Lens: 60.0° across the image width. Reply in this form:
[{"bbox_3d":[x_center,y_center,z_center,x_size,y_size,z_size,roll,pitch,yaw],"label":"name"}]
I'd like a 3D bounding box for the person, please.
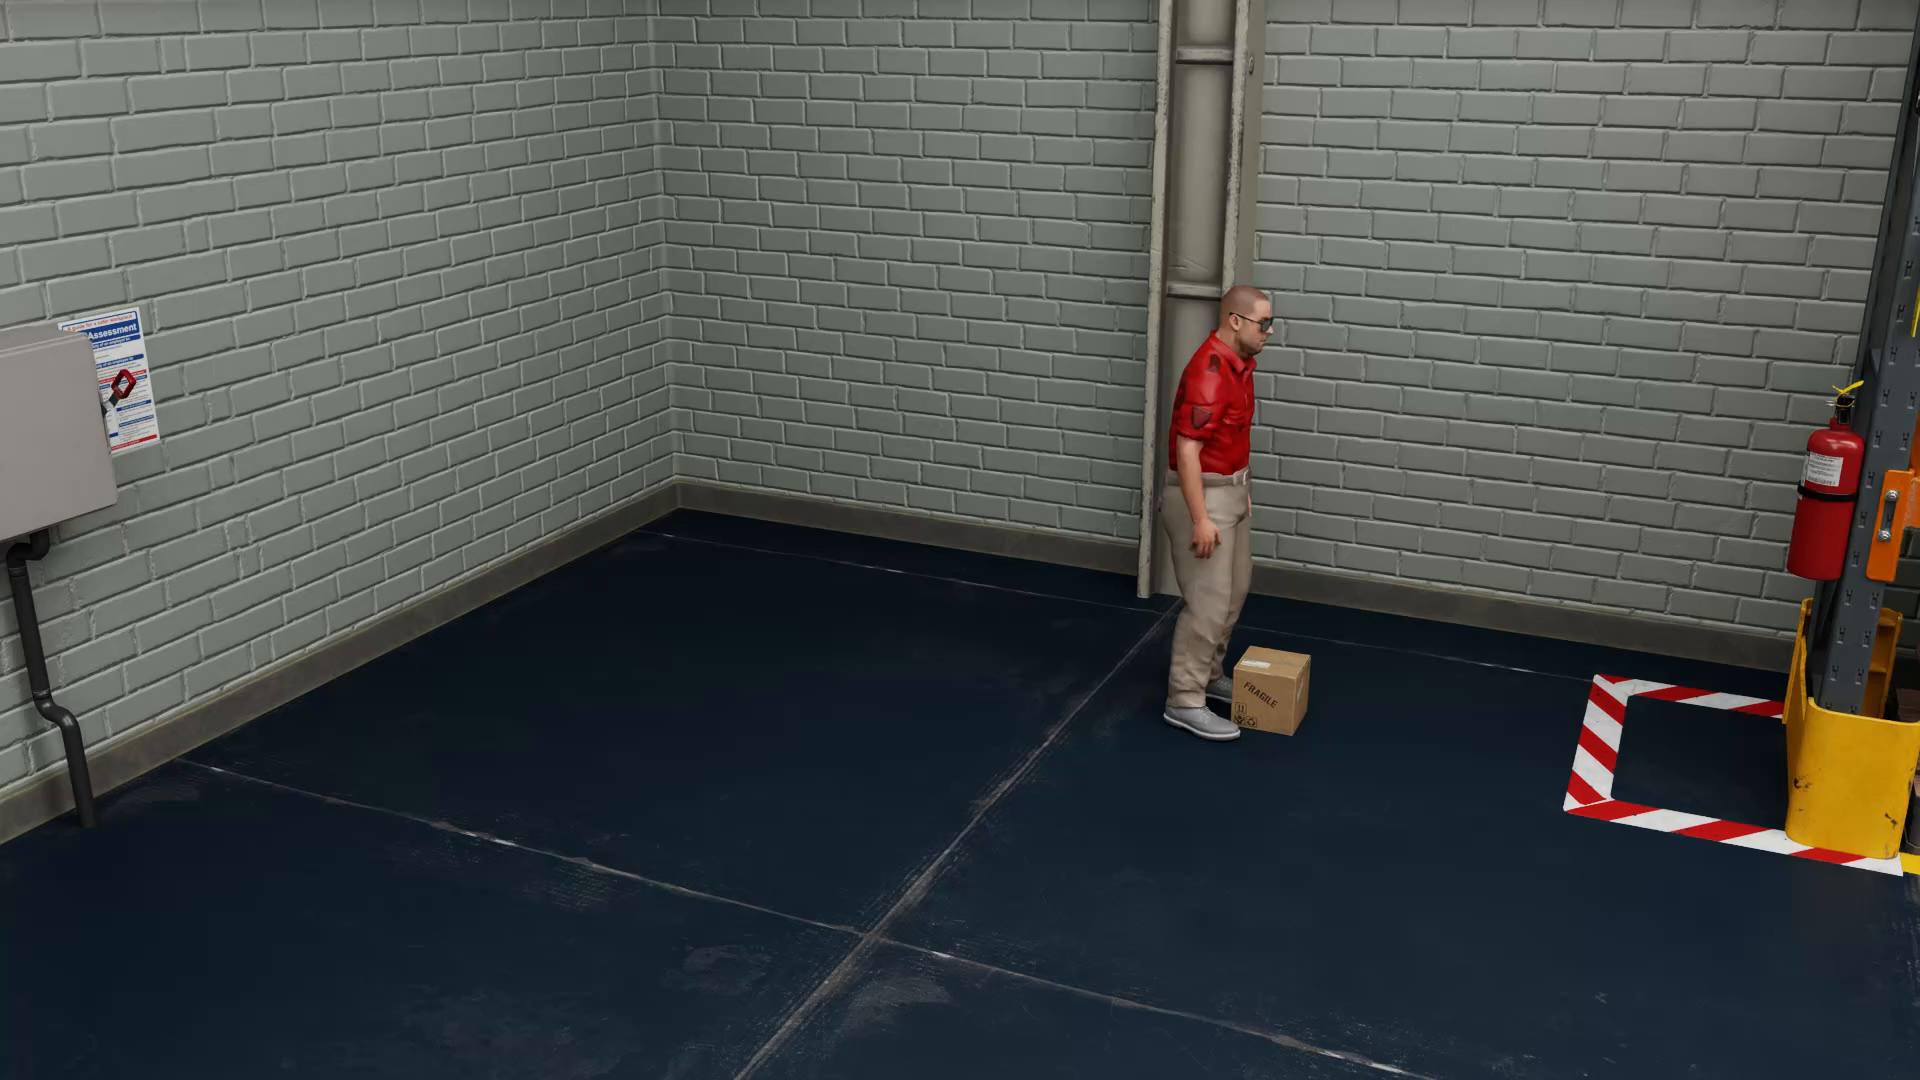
[{"bbox_3d":[1.001,-0.131,6.469,0.396,1.726,0.585,8,21,23],"label":"person"}]
